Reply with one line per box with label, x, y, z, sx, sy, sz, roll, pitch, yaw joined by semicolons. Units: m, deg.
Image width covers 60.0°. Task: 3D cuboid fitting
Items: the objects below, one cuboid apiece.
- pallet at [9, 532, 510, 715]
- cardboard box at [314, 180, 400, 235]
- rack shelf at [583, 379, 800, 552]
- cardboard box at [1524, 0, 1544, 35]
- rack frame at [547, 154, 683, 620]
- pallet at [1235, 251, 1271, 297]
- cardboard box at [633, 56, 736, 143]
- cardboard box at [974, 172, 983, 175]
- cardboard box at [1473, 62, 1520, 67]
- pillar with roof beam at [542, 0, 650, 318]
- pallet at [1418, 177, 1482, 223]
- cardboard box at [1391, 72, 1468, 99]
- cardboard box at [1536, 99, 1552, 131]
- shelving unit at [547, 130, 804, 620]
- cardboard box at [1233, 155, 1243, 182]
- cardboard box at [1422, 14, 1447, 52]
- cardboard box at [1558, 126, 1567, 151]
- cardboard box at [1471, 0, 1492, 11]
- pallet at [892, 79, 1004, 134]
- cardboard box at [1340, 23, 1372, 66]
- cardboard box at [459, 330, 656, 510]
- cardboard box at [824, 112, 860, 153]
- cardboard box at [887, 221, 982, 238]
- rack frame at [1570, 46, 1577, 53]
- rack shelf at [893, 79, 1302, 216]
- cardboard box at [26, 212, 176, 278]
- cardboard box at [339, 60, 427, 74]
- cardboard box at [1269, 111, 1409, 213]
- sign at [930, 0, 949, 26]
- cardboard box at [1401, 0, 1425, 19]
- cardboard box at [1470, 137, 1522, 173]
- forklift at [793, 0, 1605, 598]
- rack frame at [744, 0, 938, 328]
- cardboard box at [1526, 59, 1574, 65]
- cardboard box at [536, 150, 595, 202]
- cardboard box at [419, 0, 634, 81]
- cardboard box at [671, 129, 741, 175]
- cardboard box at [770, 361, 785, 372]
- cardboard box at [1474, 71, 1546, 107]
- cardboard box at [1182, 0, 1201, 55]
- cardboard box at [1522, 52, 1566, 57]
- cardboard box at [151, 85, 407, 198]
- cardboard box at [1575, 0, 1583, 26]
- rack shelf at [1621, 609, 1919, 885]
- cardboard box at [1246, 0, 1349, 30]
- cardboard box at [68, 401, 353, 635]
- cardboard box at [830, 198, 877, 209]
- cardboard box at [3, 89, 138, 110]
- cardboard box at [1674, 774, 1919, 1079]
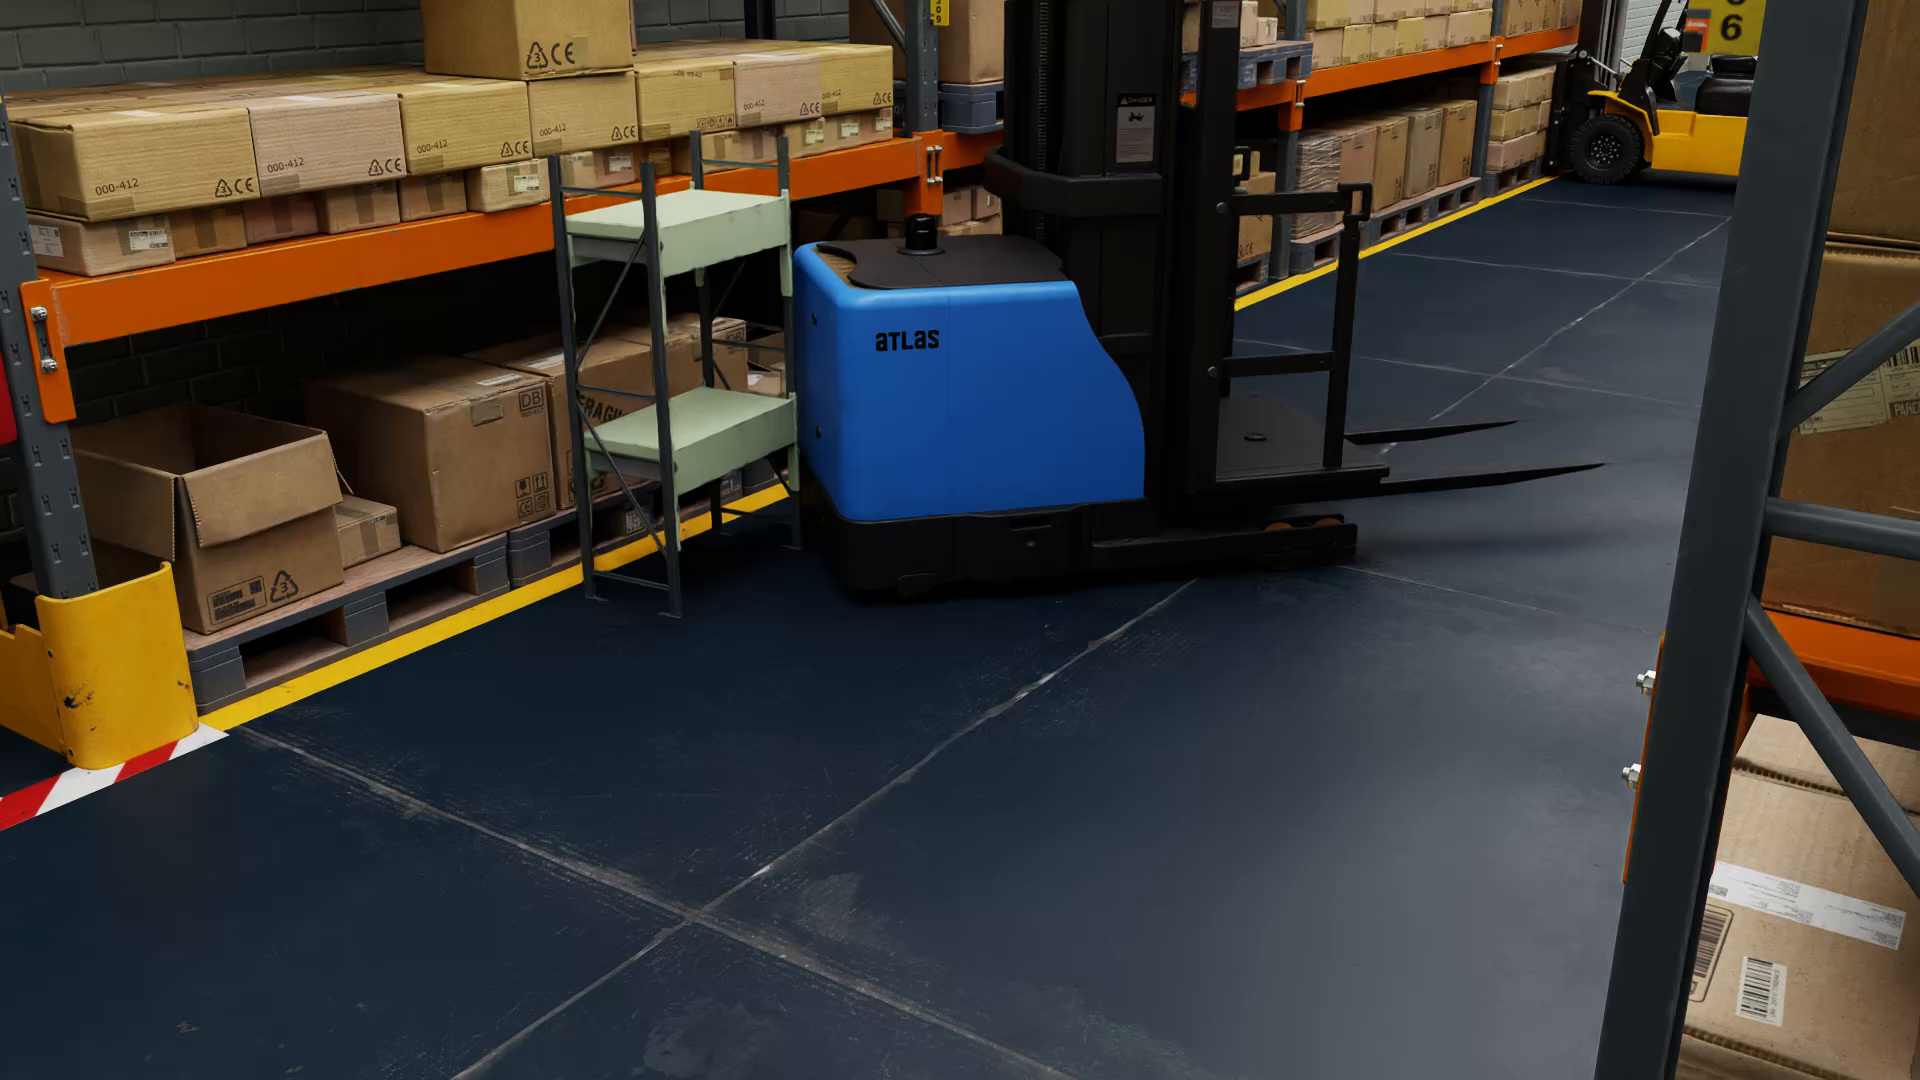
pallet;-2.301;0.149;5.558;1.003;0.211;1.213;13;24;32
cardboard box;-1.963;-1.056;5.158;0.380;0.149;0.250;14;25;33
rack shelf;-0.935;-0.278;5.792;0.431;0.370;0.720;10;23;26
cardboard box;4.699;-4.627;14.306;0.500;0.500;0.500;14;24;33
rack frame;-1.109;-0.472;5.377;0.400;1.500;0.023;10;23;26
pallet;1.255;-1.689;10.526;1.003;0.211;1.213;13;24;32
cardboard box;-1.188;-1.644;6.173;0.500;0.250;0.500;13;24;31
cardboard box;0.285;-1.993;9.391;0.380;0.149;0.250;12;24;30
cardboard box;4.914;-4.343;15.599;0.500;0.250;0.500;13;24;31
pillar with roof beam;1.881;-4.006;4.123;9.100;9.000;0.400;13;24;32
pallet;3.572;-2.824;13.596;1.003;0.211;1.213;13;24;32
cardboard box;4.071;-3.906;14.419;0.500;0.250;0.500;14;24;33
cardboard box;5.055;-3.858;15.010;0.500;0.250;0.500;13;24;31
shelving unit;-0.935;-0.583;5.679;0.431;1.500;0.755;10;23;26
cardboard box;1.510;-2.257;10.105;0.380;0.149;0.250;12;23;29
cardboard box;3.305;-3.803;12.440;0.500;0.250;0.500;13;24;32
cardboard box;5.350;-3.774;15.501;0.500;0.250;0.500;14;25;34
cardboard box;3.890;-4.324;13.128;0.500;0.250;0.500;13;24;31
pallet;-0.003;-2.174;8.094;1.003;0.211;1.213;13;24;32
cardboard box;2.444;-3.356;11.230;0.500;0.250;0.500;13;24;31
cardboard box;-1.477;-0.460;6.181;0.500;0.500;0.500;14;24;33
cardboard box;-0.642;-1.718;6.949;0.380;0.149;0.250;14;25;33
cardboard box;-0.121;-1.436;7.885;0.380;0.149;0.250;15;25;34
rack frame;6.203;-5.499;16.807;1.000;3.000;0.127;13;24;32
rack shelf;0.581;-2.292;9.175;1.077;0.370;4.000;13;24;32
cardboard box;-2.380;-0.831;4.550;0.380;0.149;0.250;13;24;31
cardboard box;-1.885;-1.600;6.054;0.500;0.250;0.500;13;24;32
cardboard box;2.807;-2.845;12.451;0.875;0.625;0.625;12;24;30
sign;-0.090;-2.358;7.068;0.100;0.325;0.005;13;24;32
cardboard box;3.015;-3.889;11.950;0.500;0.250;0.500;14;24;33
cardboard box;4.500;-3.333;14.309;0.500;0.250;0.500;14;24;32
forklift;0.944;-1.440;5.932;3.031;2.935;1.130;-5;21;-14
rack frame;-0.543;-2.056;7.499;1.000;3.000;0.127;13;24;32
cardboard box;5.644;-4.388;15.720;0.500;0.250;0.500;14;24;32
cardboard box;-1.483;-1.270;5.738;0.380;0.149;0.250;14;24;33
cardboard box;-1.471;-1.837;5.614;0.500;0.500;0.500;14;24;33
cardboard box;-1.058;-1.490;6.332;0.380;0.149;0.250;13;24;31
cardboard box;-0.613;-0.698;7.334;0.380;0.149;0.250;12;24;30
cardboard box;4.781;-3.950;14.536;0.500;0.250;0.500;13;24;32
cardboard box;0.941;-2.944;9.147;0.797;0.503;0.637;13;24;31
cardboard box;5.776;-4.774;16.765;0.500;0.250;0.500;13;24;31
cardboard box;-2.030;-1.200;4.972;0.500;0.250;0.500;14;24;32
cardboard box;5.556;-5.059;15.474;0.500;0.500;0.500;13;24;31
rack shelf;2.440;-0.178;3.458;1.077;0.370;4.000;13;24;32
cardboard box;2.178;-3.442;10.743;0.500;0.250;0.500;13;24;32
cardboard box;-2.369;-0.091;5.181;0.797;0.503;0.637;12;24;30
cardboard box;-0.431;-1.623;8.392;0.380;0.149;0.250;13;24;32
cardboard box;-2.752;-1.161;4.867;0.500;0.250;0.500;14;25;33
cardboard box;1.604;0.855;2.718;0.875;0.438;0.875;12;24;30
